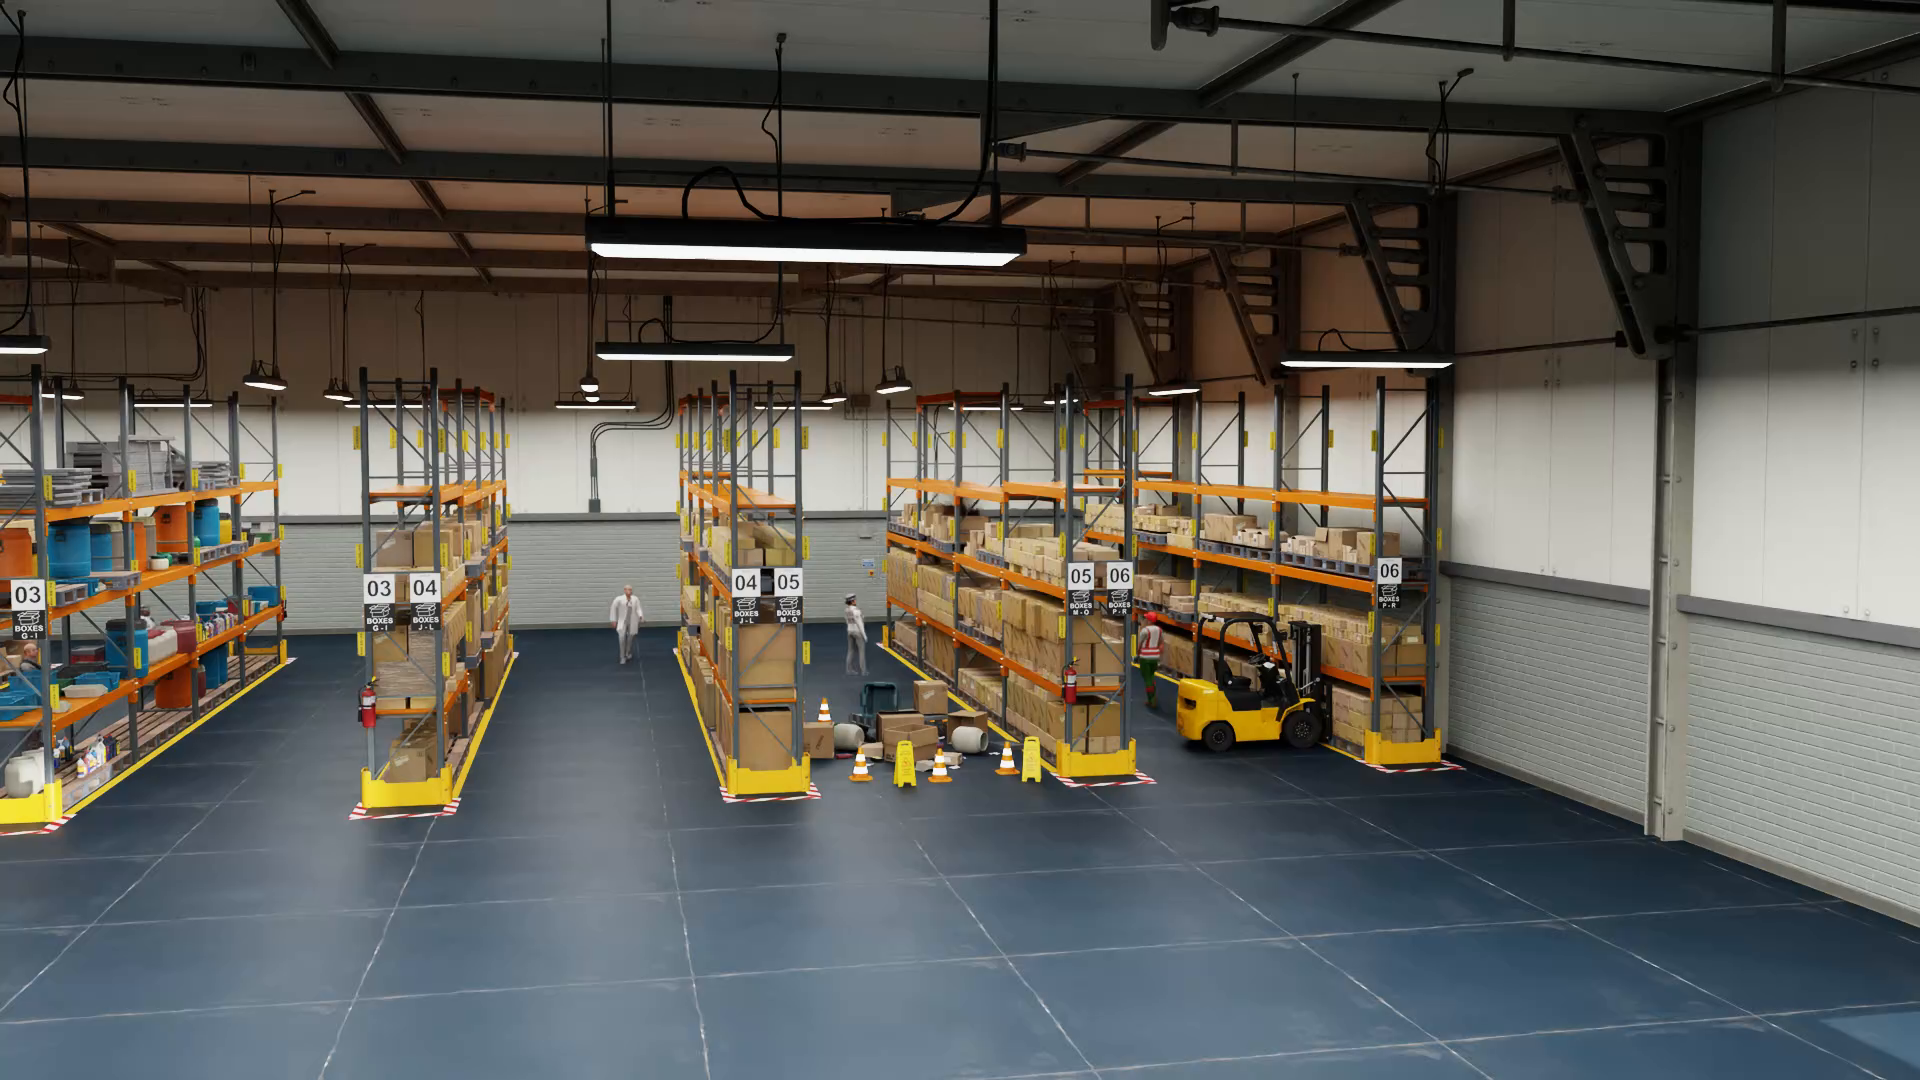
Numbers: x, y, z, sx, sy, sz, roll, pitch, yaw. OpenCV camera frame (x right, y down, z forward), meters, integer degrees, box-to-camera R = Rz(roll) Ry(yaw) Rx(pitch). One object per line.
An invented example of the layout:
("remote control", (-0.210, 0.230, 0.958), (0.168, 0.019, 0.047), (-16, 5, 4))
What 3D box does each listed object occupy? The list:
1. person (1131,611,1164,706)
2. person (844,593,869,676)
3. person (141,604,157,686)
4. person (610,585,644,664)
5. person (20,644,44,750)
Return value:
("person", (3.557, 2.243, 31.314), (0.584, 1.817, 0.542), (-1, 4, -23))
("person", (-2.087, 1.896, 33.422), (0.546, 1.676, 0.471), (3, 5, 42))
("person", (-16.573, 2.144, 33.979), (0.410, 1.670, 0.560), (-1, 4, -19))
("person", (-7.568, 1.925, 37.794), (0.755, 1.815, 0.935), (-1, 3, -9))
("person", (-15.013, 2.536, 26.969), (0.402, 1.727, 0.558), (-2, 4, -32))
